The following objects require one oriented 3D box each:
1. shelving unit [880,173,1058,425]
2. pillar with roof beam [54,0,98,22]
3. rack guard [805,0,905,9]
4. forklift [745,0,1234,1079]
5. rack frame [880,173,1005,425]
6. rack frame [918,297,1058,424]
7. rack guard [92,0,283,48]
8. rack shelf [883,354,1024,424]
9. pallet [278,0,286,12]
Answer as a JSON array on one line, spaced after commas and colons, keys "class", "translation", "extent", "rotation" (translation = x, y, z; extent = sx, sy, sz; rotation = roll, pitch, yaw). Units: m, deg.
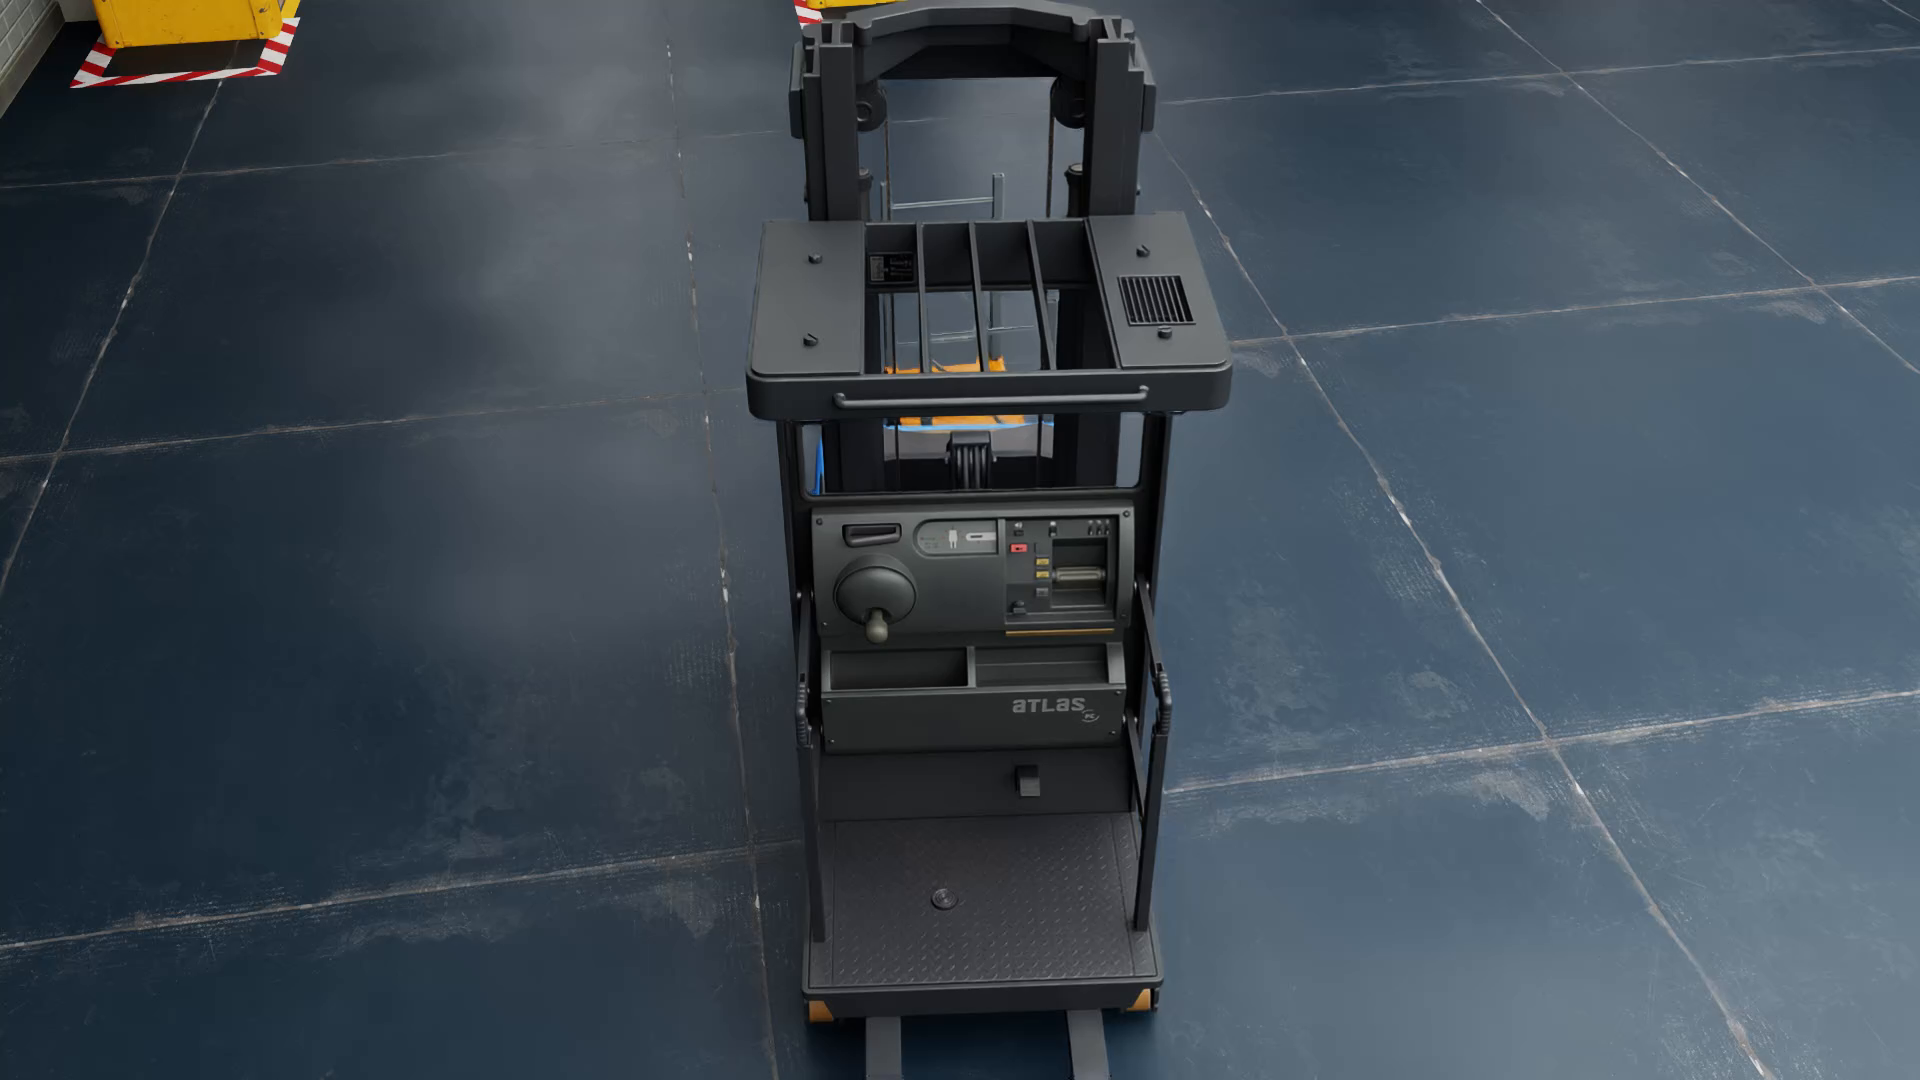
[{"class": "shelving unit", "translation": [0.014, -0.552, 6.738], "extent": [0.587, 1.500, 1.083], "rotation": [-6, 38, -8]}, {"class": "pillar with roof beam", "translation": [-2.194, -7.921, 10.111], "extent": [9.100, 9.000, 0.400], "rotation": [-6, 38, -8]}, {"class": "rack guard", "translation": [-0.578, -4.292, 12.368], "extent": [1.175, 0.500, 0.348], "rotation": [-6, 38, -8]}, {"class": "forklift", "translation": [0.051, 0.165, 4.649], "extent": [1.130, 2.935, 3.031], "rotation": [-2, 38, -2]}, {"class": "rack frame", "translation": [-0.070, -0.854, 7.127], "extent": [0.500, 1.500, 0.032], "rotation": [-6, 38, -8]}, {"class": "rack frame", "translation": [0.100, -0.239, 6.336], "extent": [0.500, 1.500, 0.032], "rotation": [-6, 38, -8]}, {"class": "rack guard", "translation": [-5.472, -3.818, 11.757], "extent": [1.175, 0.500, 0.348], "rotation": [-6, 38, -8]}, {"class": "rack shelf", "translation": [0.015, -0.405, 6.842], "extent": [0.538, 0.185, 1.000], "rotation": [-6, 38, -8]}, {"class": "pallet", "translation": [-5.579, -4.198, 12.482], "extent": [1.003, 0.211, 1.213], "rotation": [-6, 38, -8]}]
